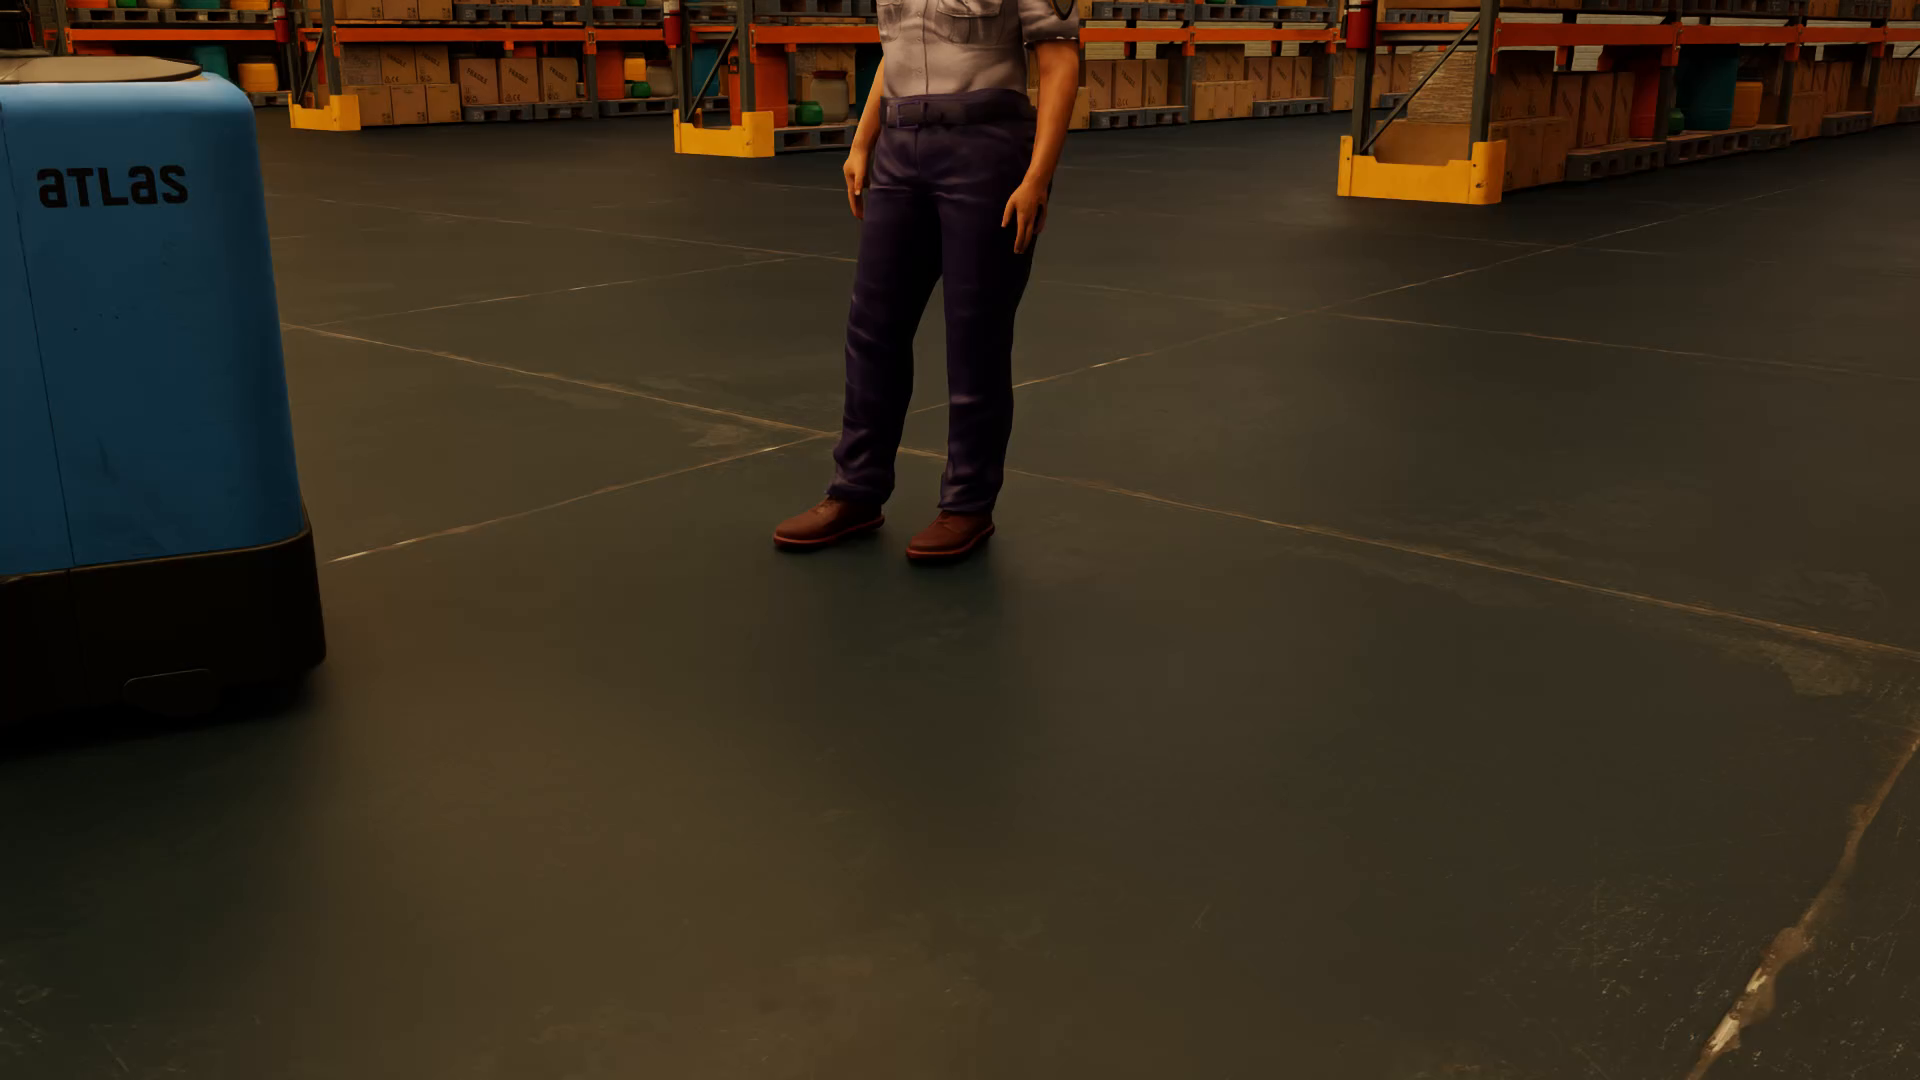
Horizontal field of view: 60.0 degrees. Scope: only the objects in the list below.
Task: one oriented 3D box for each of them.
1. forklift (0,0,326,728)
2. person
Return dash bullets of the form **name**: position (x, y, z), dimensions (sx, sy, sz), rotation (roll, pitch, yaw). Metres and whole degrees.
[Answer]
- **forklift**: position (-2.702, -1.054, 2.370), dimensions (3.031, 2.935, 1.130), rotation (-8, 18, -24)
- **person**: position (-0.075, -0.779, 3.648), dimensions (0.598, 1.651, 0.502), rotation (13, 21, 37)
